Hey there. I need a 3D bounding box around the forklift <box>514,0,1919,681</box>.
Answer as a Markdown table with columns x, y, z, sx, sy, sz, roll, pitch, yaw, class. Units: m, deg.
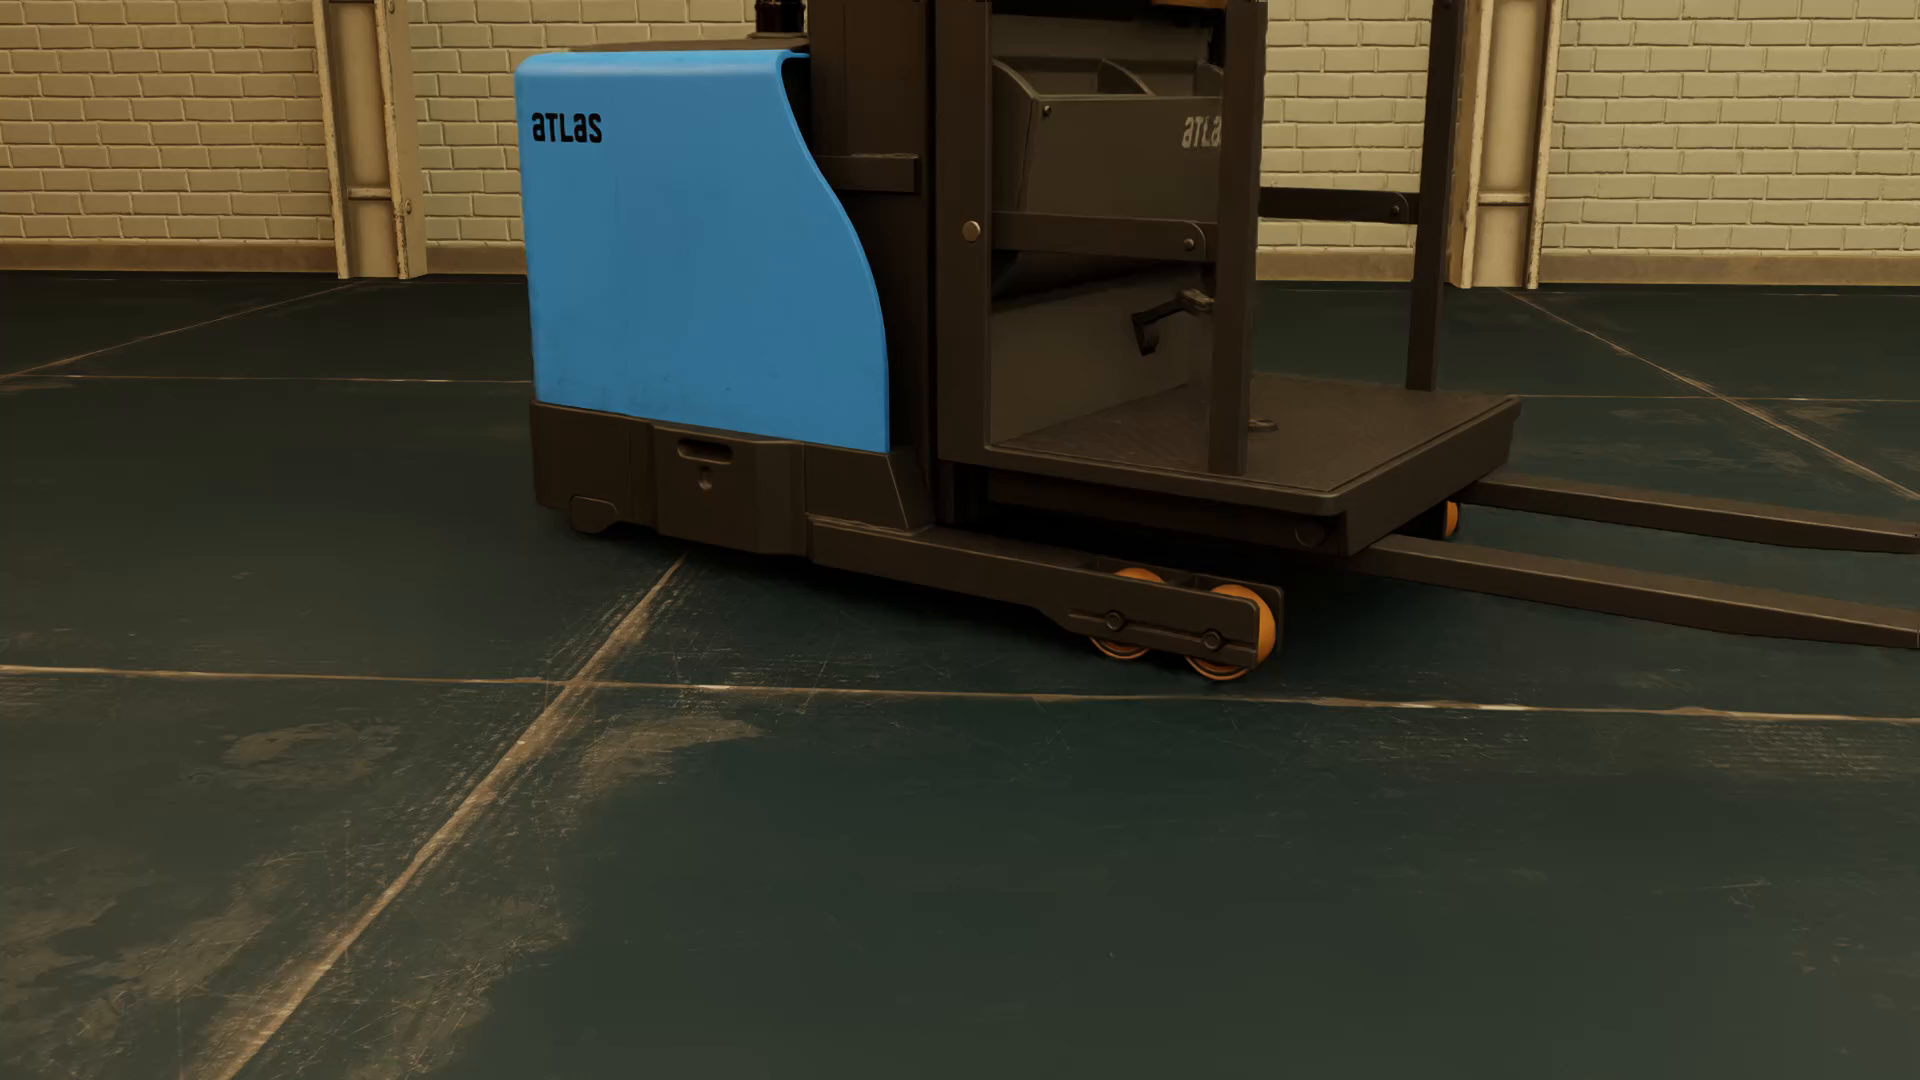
| x | y | z | sx | sy | sz | roll | pitch | yaw | class |
| --- | --- | --- | --- | --- | --- | --- | --- | --- | --- |
| 0.515 | -1.327 | 3.107 | 3.031 | 2.935 | 1.130 | 10 | 18 | 33 | forklift |
